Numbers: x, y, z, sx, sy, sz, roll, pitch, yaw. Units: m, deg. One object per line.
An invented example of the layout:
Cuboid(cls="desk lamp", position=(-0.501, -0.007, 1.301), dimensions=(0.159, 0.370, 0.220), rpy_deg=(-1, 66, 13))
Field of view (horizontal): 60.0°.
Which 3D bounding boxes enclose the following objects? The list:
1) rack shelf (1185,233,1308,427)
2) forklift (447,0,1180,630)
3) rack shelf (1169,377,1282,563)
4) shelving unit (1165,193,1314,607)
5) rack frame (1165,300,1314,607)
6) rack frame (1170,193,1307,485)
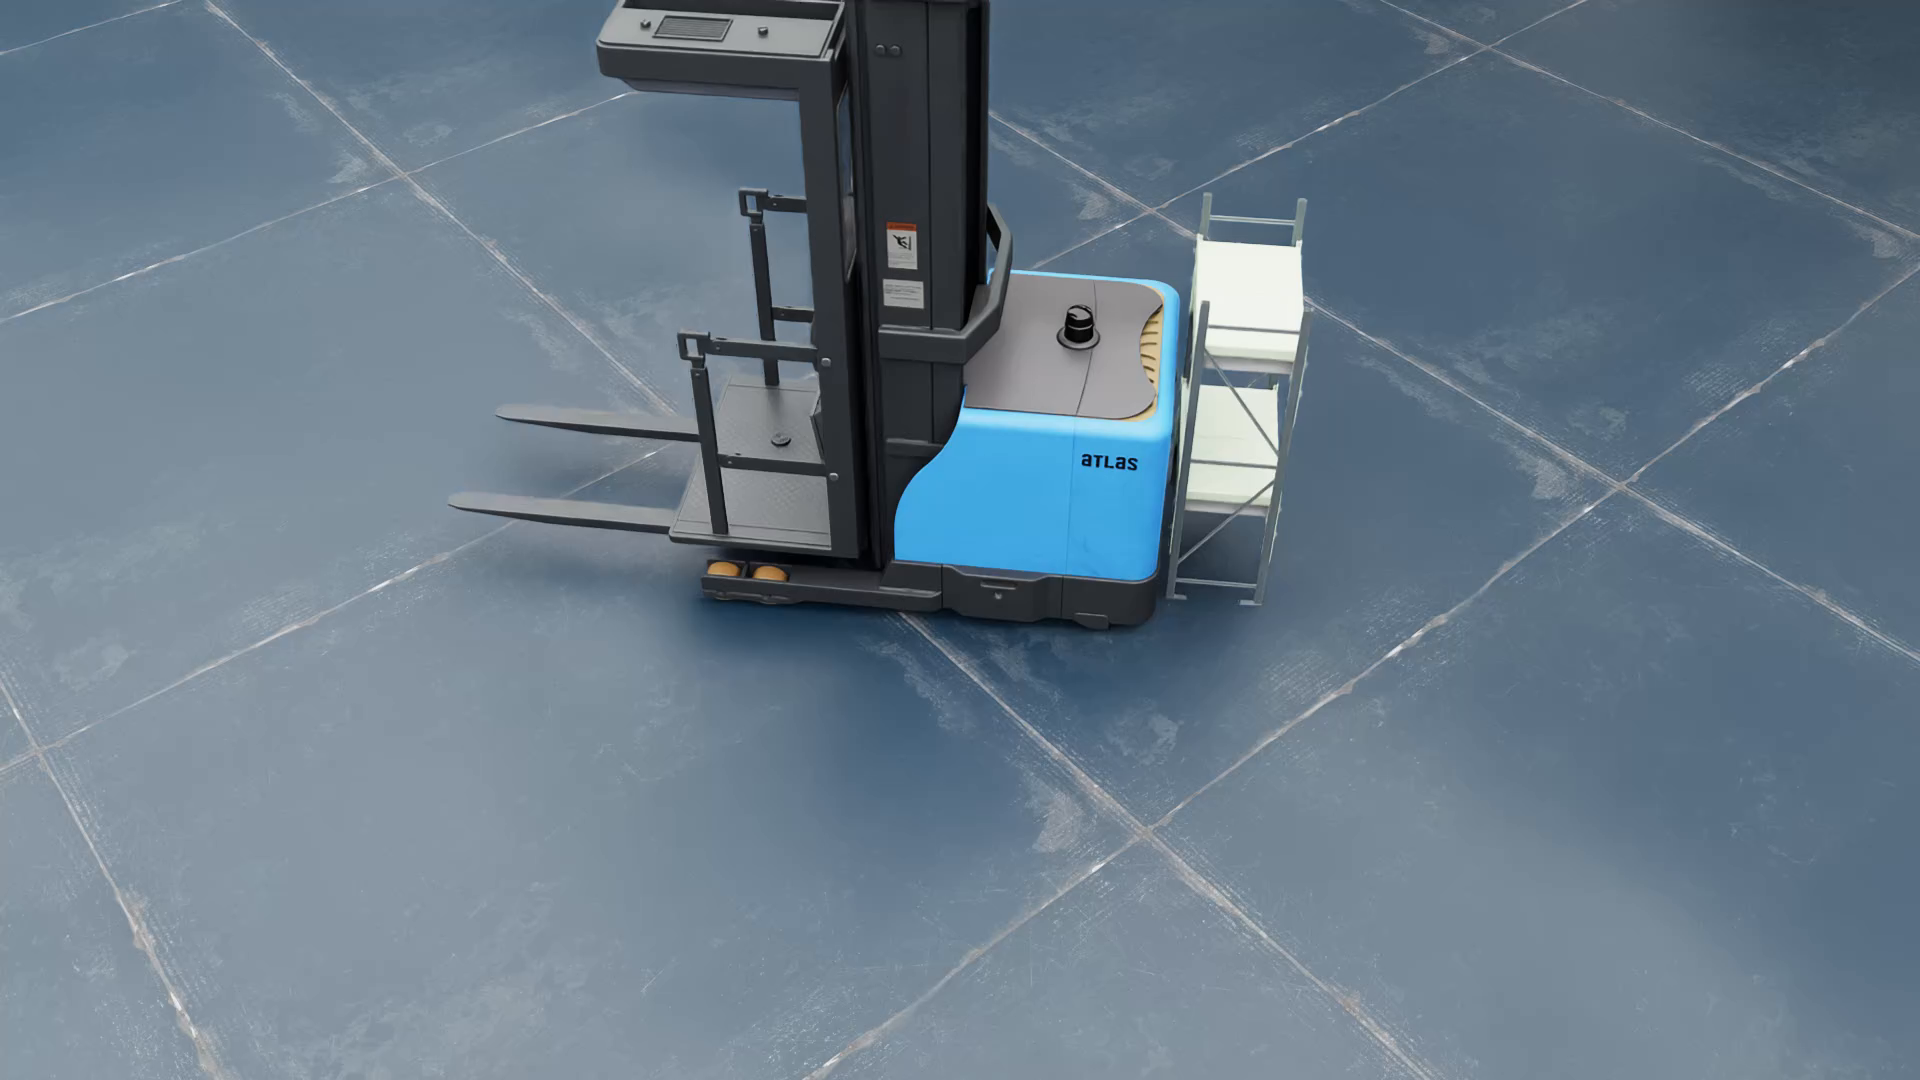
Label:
Cuboid(cls="rack shelf", position=(1.107, -0.825, 6.462), dimensions=(0.431, 0.370, 0.720), rpy_deg=(5, 43, 5))
Cuboid(cls="forklift", position=(-0.645, -1.151, 6.335), dimensions=(3.031, 2.935, 1.130), rpy_deg=(5, 43, 5))
Cuboid(cls="rack shelf", position=(1.107, -0.303, 6.953), dimensions=(0.431, 0.370, 0.720), rpy_deg=(5, 43, 5))
Cuboid(cls="shelving unit", position=(1.107, -0.540, 6.730), dimensions=(0.431, 1.500, 0.755), rpy_deg=(5, 43, 5))
Cuboid(cls="rack frame", position=(1.063, -0.291, 6.465), dimensions=(0.400, 1.500, 0.023), rpy_deg=(5, 43, 5))
Cuboid(cls="rack frame", position=(1.151, -0.789, 6.994), dimensions=(0.400, 1.500, 0.023), rpy_deg=(5, 43, 5))
